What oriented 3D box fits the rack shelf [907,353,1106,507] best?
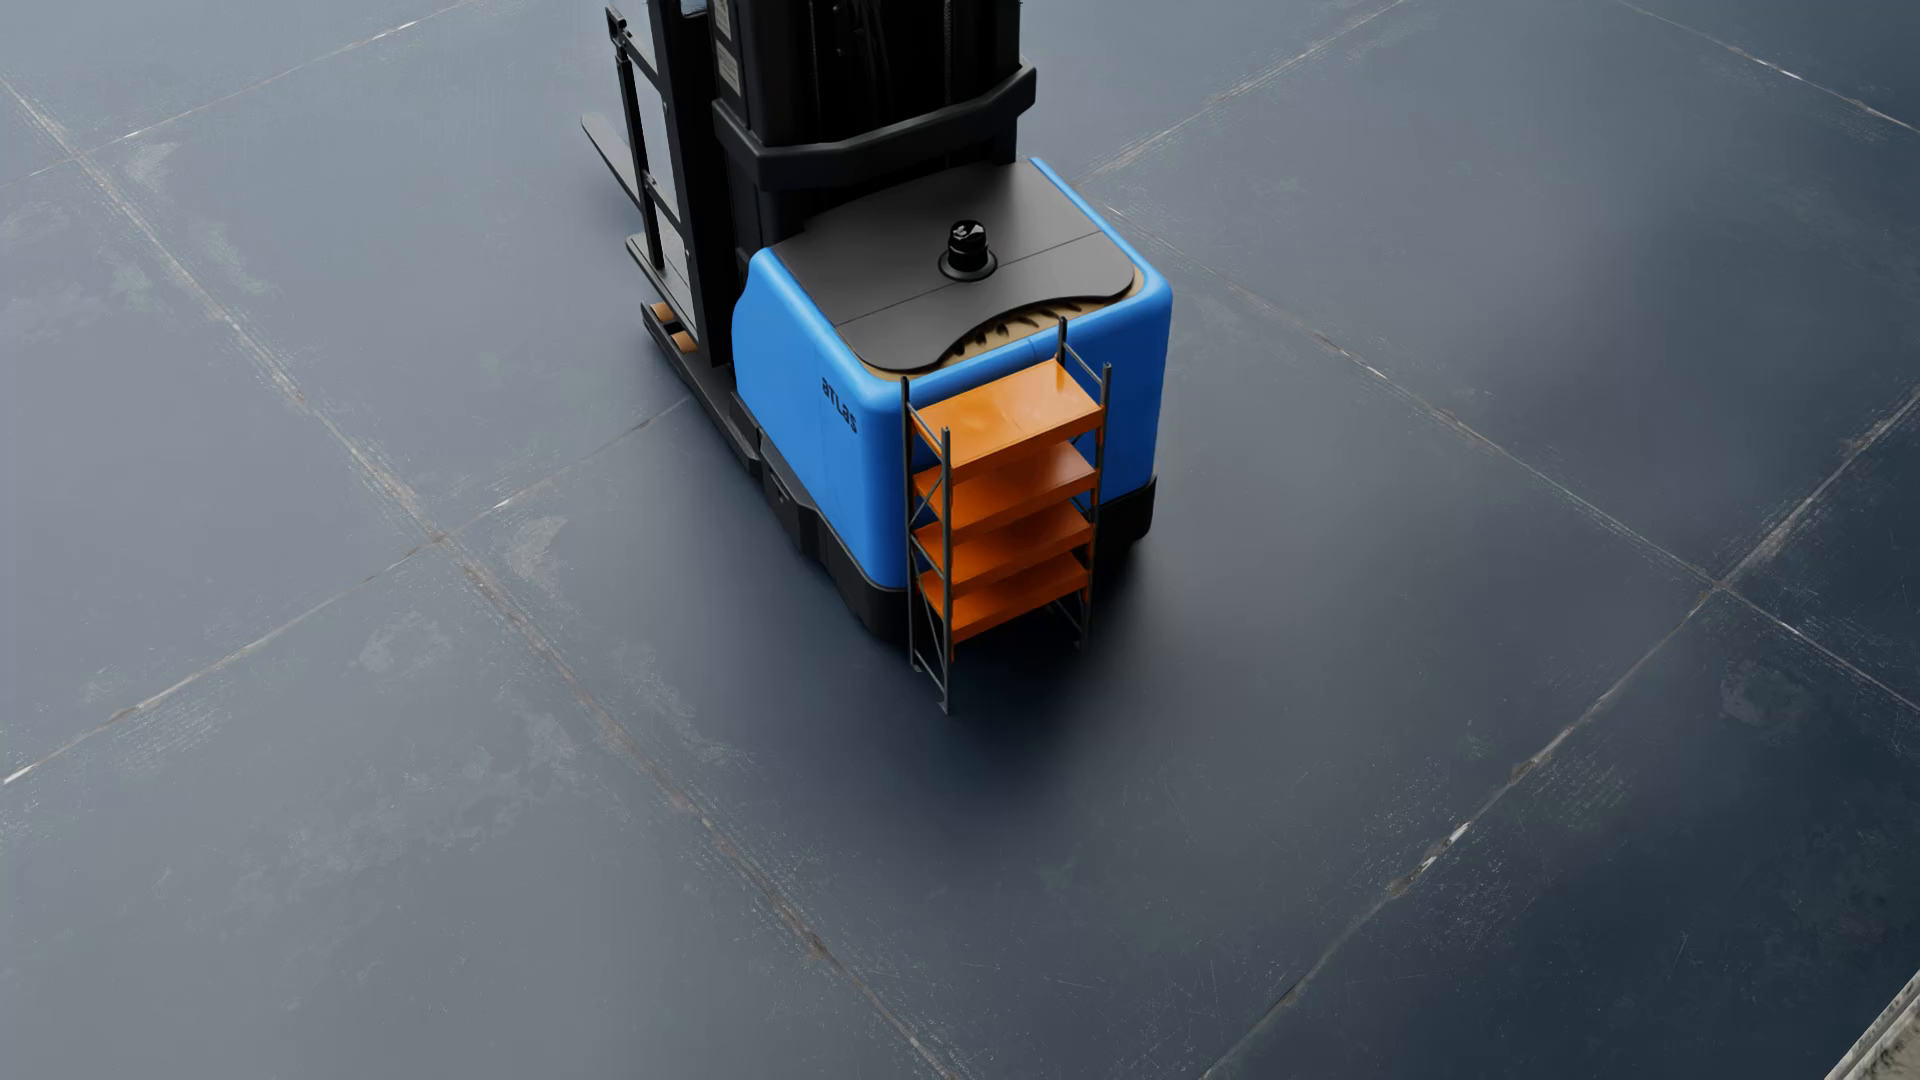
[{"bbox_3d":[0.122,-0.302,4.506,0.480,0.148,0.258,-23,51,-20],"label":"rack shelf"}]

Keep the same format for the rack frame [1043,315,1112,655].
[{"bbox_3d":[0.333,-0.124,4.877,0.015,1.200,0.240,-23,51,-20],"label":"rack frame"}]

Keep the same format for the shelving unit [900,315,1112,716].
[{"bbox_3d":[0.122,-0.035,4.795,0.503,1.200,0.258,-23,51,-20],"label":"shelving unit"}]

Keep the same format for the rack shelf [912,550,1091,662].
[{"bbox_3d":[0.122,0.145,4.990,0.480,0.148,0.258,-23,51,-20],"label":"rack shelf"}]

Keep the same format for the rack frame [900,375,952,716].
[{"bbox_3d":[-0.090,0.054,4.713,0.015,1.200,0.240,-23,51,-20],"label":"rack frame"}]

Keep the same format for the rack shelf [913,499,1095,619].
[{"bbox_3d":[0.122,0.010,4.844,0.480,0.148,0.258,-23,51,-20],"label":"rack shelf"}]

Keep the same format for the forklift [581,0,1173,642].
[{"bbox_3d":[-0.531,-1.756,5.205,1.130,2.935,3.031,-23,51,-20],"label":"forklift"}]

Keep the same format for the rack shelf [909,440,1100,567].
[{"bbox_3d":[0.122,-0.141,4.680,0.480,0.148,0.258,-23,51,-20],"label":"rack shelf"}]
